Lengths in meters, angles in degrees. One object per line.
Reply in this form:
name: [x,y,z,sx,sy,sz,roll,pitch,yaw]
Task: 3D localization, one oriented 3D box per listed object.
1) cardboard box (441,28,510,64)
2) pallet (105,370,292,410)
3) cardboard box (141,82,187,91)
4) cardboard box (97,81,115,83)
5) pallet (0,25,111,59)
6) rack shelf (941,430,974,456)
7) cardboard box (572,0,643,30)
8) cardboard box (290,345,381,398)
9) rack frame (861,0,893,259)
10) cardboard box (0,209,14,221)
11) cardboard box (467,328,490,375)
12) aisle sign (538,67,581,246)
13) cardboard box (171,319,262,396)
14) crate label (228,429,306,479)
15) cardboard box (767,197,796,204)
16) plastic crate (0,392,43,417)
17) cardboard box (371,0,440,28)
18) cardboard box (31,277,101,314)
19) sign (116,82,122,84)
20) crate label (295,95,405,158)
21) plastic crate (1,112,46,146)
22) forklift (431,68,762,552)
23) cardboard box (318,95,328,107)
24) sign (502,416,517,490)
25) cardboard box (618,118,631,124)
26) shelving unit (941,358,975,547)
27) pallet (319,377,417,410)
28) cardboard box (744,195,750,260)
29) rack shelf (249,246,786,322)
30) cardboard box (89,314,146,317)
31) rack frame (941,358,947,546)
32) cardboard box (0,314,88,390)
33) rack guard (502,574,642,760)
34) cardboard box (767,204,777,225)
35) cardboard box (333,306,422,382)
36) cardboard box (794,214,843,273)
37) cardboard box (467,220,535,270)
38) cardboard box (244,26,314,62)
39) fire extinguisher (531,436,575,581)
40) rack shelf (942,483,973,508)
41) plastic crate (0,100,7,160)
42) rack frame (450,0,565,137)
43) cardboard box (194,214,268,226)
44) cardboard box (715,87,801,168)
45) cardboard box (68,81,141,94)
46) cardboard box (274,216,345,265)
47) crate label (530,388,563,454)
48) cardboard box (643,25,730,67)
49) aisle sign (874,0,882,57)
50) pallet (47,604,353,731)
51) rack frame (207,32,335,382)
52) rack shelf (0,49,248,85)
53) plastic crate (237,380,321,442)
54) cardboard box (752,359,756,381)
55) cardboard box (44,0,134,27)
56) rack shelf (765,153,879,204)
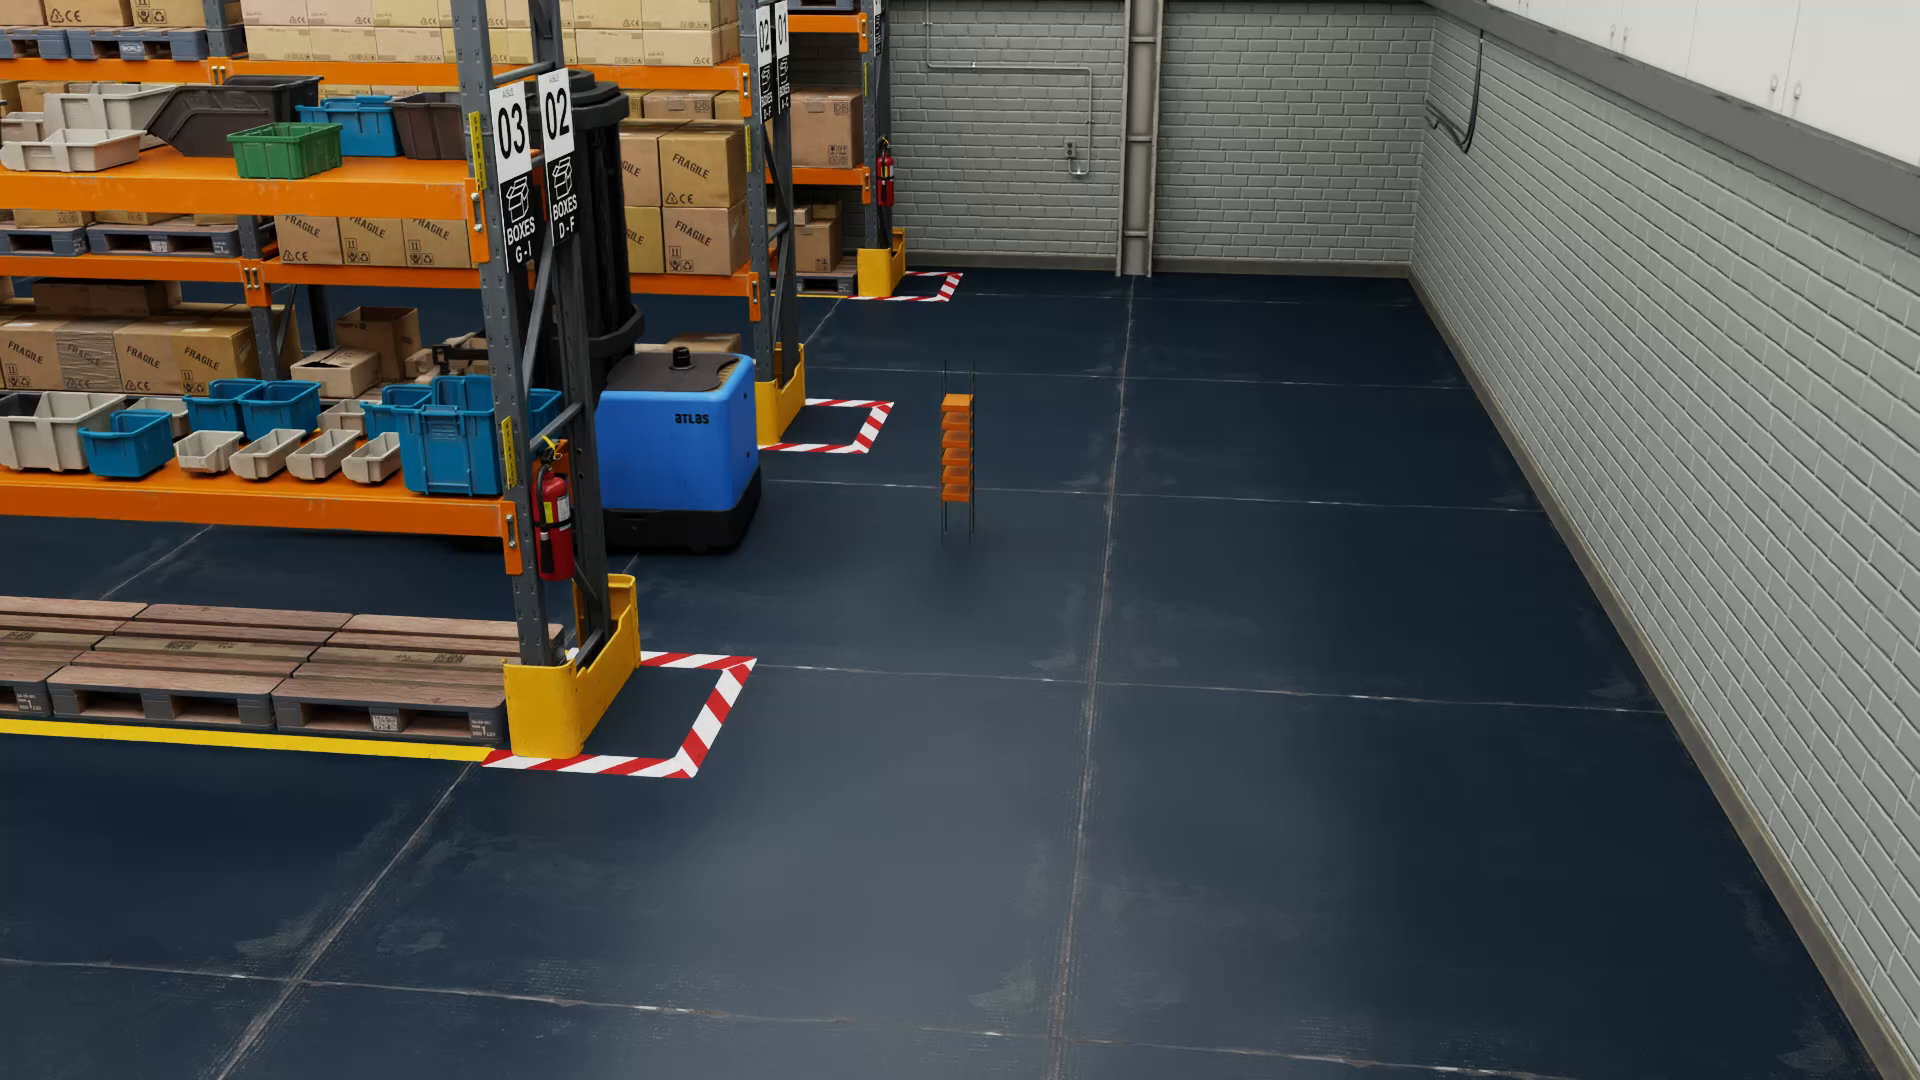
cardboard box: [-3.467,-3.656,12.232,0.500,0.250,0.500,2,22,6]
pallet: [-6.222,-1.233,13.771,1.213,0.211,1.003,2,22,6]
cardboard box: [-8.354,-4.918,17.712,0.500,0.250,0.500,3,22,8]
cardboard box: [-9.149,-5.047,18.009,0.250,0.149,0.380,0,22,-1]
pallet: [-7.079,-3.913,12.934,1.003,0.211,1.213,2,22,6]
rack shelf: [-0.014,-0.629,10.693,0.180,0.103,0.258,2,22,6]
cardboard box: [-2.474,-3.843,12.026,0.500,0.250,0.500,2,22,6]
cardboard box: [-5.018,-1.365,13.372,0.500,0.311,0.500,2,22,6]
rack frame: [-0.858,-4.144,17.342,0.127,3.000,1.000,2,22,6]
cardboard box: [-7.857,-2.828,13.305,0.500,0.500,0.700,7,23,16]
cardboard box: [-3.543,-1.472,13.381,0.637,0.503,0.797,2,22,6]
aisle sign: [-1.918,-1.841,7.981,0.004,0.787,0.394,2,22,6]
cardboard box: [-5.933,-1.467,13.372,0.500,0.500,0.500,2,22,6]
crate label: [-3.421,-0.422,8.205,0.243,0.136,0.396,2,22,6]
cardboard box: [-1.921,-3.561,17.815,0.250,0.149,0.380,3,22,6]
plastic crate: [-4.853,-0.649,8.795,0.590,0.125,0.437,2,22,6]
cardboard box: [-3.964,-3.907,12.187,0.500,0.250,0.500,2,22,6]
cardboard box: [-7.353,-2.074,13.887,0.500,0.250,0.500,2,22,5]
sign: [-8.857,-4.793,17.517,0.005,0.325,0.100,2,22,6]
crate label: [-2.902,-2.010,8.068,0.502,0.251,0.408,2,22,6]
plastic crate: [-4.689,-2.056,8.340,0.466,0.136,0.293,2,22,6]
forklift: [-2.913,-1.482,10.701,3.031,2.935,1.130,1,22,4]
cardboard box: [-6.821,-4.502,17.680,0.500,0.500,0.500,3,22,8]
sign: [-2.073,-0.401,7.653,0.005,0.325,0.100,2,22,6]
cardboard box: [-2.863,-3.005,12.966,0.500,0.500,0.500,3,22,7]
shelving unit: [-0.014,-0.559,10.721,0.189,1.200,0.258,2,22,6]
pallet: [-4.728,-1.181,13.641,1.213,0.211,1.003,2,22,6]
cardboard box: [-1.847,-2.497,13.040,0.500,0.500,0.500,3,22,7]
rack shelf: [-3.424,-2.087,13.118,4.000,0.370,1.077,2,22,6]
cardboard box: [-6.888,-1.704,13.971,0.500,0.500,0.500,3,22,7]
rack frame: [-0.105,-0.563,10.731,0.006,1.200,0.240,2,22,6]
cardboard box: [-7.427,-1.535,13.543,0.500,0.500,0.500,2,22,4]
rack guard: [-1.999,0.632,8.661,0.348,0.500,1.175,2,22,6]
cardboard box: [-1.968,-3.422,17.462,0.250,0.149,0.380,3,22,8]
cardboard box: [-4.810,-1.629,13.783,0.500,0.500,0.500,2,22,6]
cardboard box: [-1.565,-3.171,17.708,0.500,0.500,0.700,2,22,6]
cardboard box: [-3.425,-2.368,12.714,0.500,0.500,0.500,2,22,6]
cardboard box: [-4.956,-3.722,12.399,0.500,0.250,0.500,2,22,6]
fire extinguisher: [-1.928,-0.145,7.839,0.183,0.674,0.296,2,22,6]
rack shelf: [-0.014,-0.294,10.825,0.180,0.103,0.258,2,22,6]
plastic crate: [-4.795,-1.880,7.714,0.590,0.269,0.497,2,22,6]
rack frame: [-2.024,-3.317,7.089,0.127,3.000,1.000,2,22,6]
cardboard box: [-5.854,-2.852,13.367,0.500,0.500,0.700,-5,22,-12]
cardboard box: [-2.090,-4.329,17.402,0.700,0.700,0.980,2,22,6]
cardboard box: [-9.271,-4.758,18.160,0.500,0.500,0.700,0,22,0]
cardboard box: [-4.936,-2.433,12.878,0.500,0.500,0.500,3,22,8]
crate label: [-2.231,-0.608,8.543,0.303,0.233,0.416,2,22,6]
cardboard box: [-1.979,-3.586,12.055,0.500,0.250,0.500,2,22,6]
aisle sign: [-0.822,-5.240,16.579,0.004,0.787,0.394,2,22,6]
pallet: [-4.047,0.666,8.967,1.213,0.211,1.003,2,22,6]
rack frame: [-5.410,-2.508,13.204,0.127,3.000,1.000,2,22,6]
rack shelf: [-7.396,-3.655,13.004,4.000,0.370,1.077,2,22,6]
plastic crate: [-3.538,-0.665,8.687,0.300,0.233,0.416,2,22,6]
cardboard box: [-1.813,-1.358,13.573,0.250,0.149,0.380,2,22,6]
cardboard box: [-6.568,-4.261,12.714,0.600,0.600,0.600,2,22,6]
rack shelf: [-2.844,-3.896,17.693,4.000,0.370,1.077,2,22,6]
